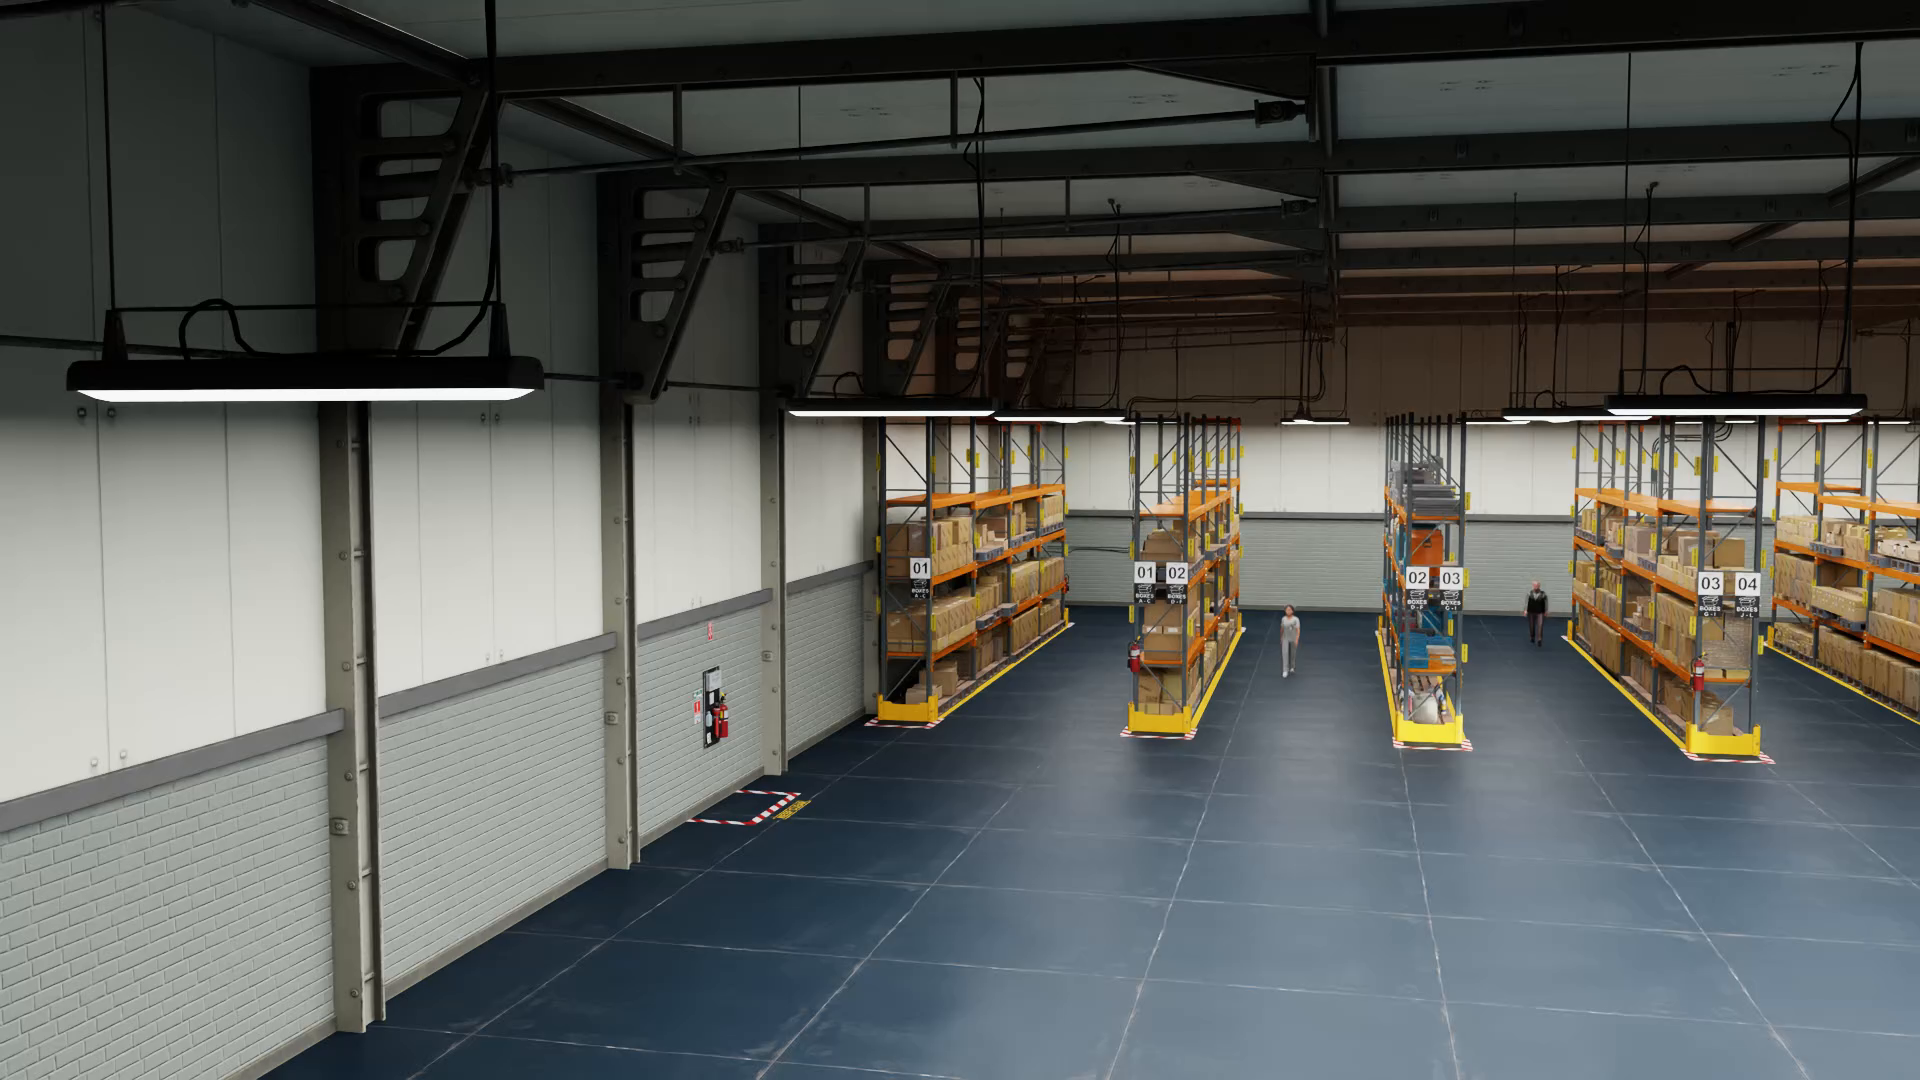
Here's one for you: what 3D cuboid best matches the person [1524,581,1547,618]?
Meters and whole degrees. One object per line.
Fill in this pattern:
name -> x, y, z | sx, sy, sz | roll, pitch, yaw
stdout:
person -> 15.131, 1.584, 43.667 | 0.597, 0.994, 0.424 | 1, 4, 18

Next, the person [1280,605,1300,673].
person -> 7.622, 2.278, 38.390 | 0.447, 1.553, 0.911 | 1, 4, 13
